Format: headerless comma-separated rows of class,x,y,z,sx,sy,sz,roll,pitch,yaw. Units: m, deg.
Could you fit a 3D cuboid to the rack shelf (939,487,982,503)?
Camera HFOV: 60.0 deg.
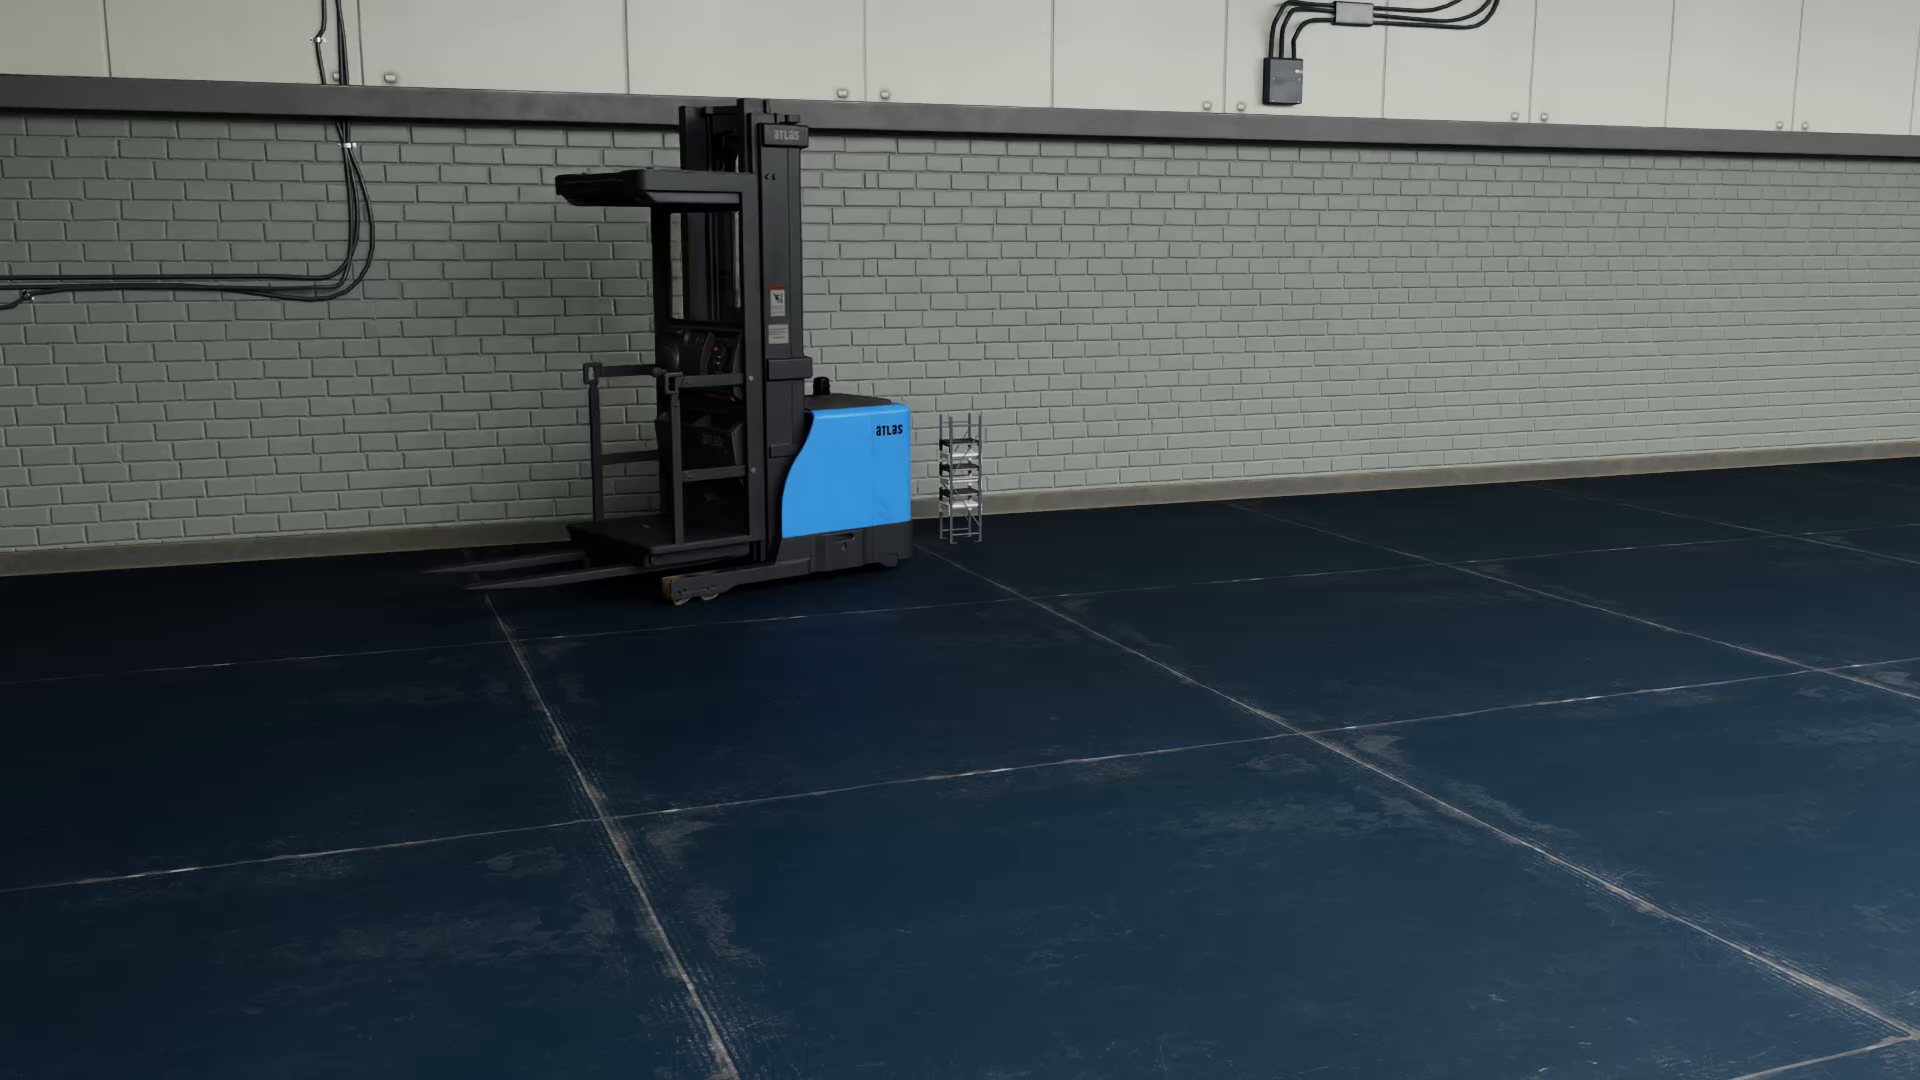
rack shelf,0.003,-0.320,11.855,0.258,0.077,0.200,-4,11,-21

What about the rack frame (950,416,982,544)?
rack frame,0.040,-0.425,11.741,0.240,0.900,0.006,-4,11,-21

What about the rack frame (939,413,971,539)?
rack frame,-0.034,-0.458,11.927,0.240,0.900,0.006,-4,11,-21

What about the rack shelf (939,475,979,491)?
rack shelf,0.003,-0.409,11.840,0.258,0.077,0.200,-4,11,-21

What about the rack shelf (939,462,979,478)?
rack shelf,0.003,-0.498,11.824,0.258,0.077,0.200,-4,11,-21

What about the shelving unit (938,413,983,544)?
shelving unit,0.003,-0.442,11.834,0.258,0.900,0.210,-4,11,-21

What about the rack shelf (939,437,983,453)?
rack shelf,0.003,-0.675,11.792,0.258,0.077,0.200,-4,11,-21

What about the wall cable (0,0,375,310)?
wall cable,-5.329,-2.717,10.363,3.097,2.526,0.112,-4,11,-21

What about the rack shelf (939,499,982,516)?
rack shelf,0.003,-0.232,11.871,0.258,0.077,0.200,-4,11,-21

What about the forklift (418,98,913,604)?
forklift,-1.765,-1.167,10.113,3.031,2.935,1.130,-8,13,-39

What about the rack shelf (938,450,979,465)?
rack shelf,0.003,-0.586,11.808,0.258,0.077,0.200,-4,11,-21

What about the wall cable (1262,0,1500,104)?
wall cable,3.525,-6.520,13.166,2.305,6.003,0.169,-4,11,-21
